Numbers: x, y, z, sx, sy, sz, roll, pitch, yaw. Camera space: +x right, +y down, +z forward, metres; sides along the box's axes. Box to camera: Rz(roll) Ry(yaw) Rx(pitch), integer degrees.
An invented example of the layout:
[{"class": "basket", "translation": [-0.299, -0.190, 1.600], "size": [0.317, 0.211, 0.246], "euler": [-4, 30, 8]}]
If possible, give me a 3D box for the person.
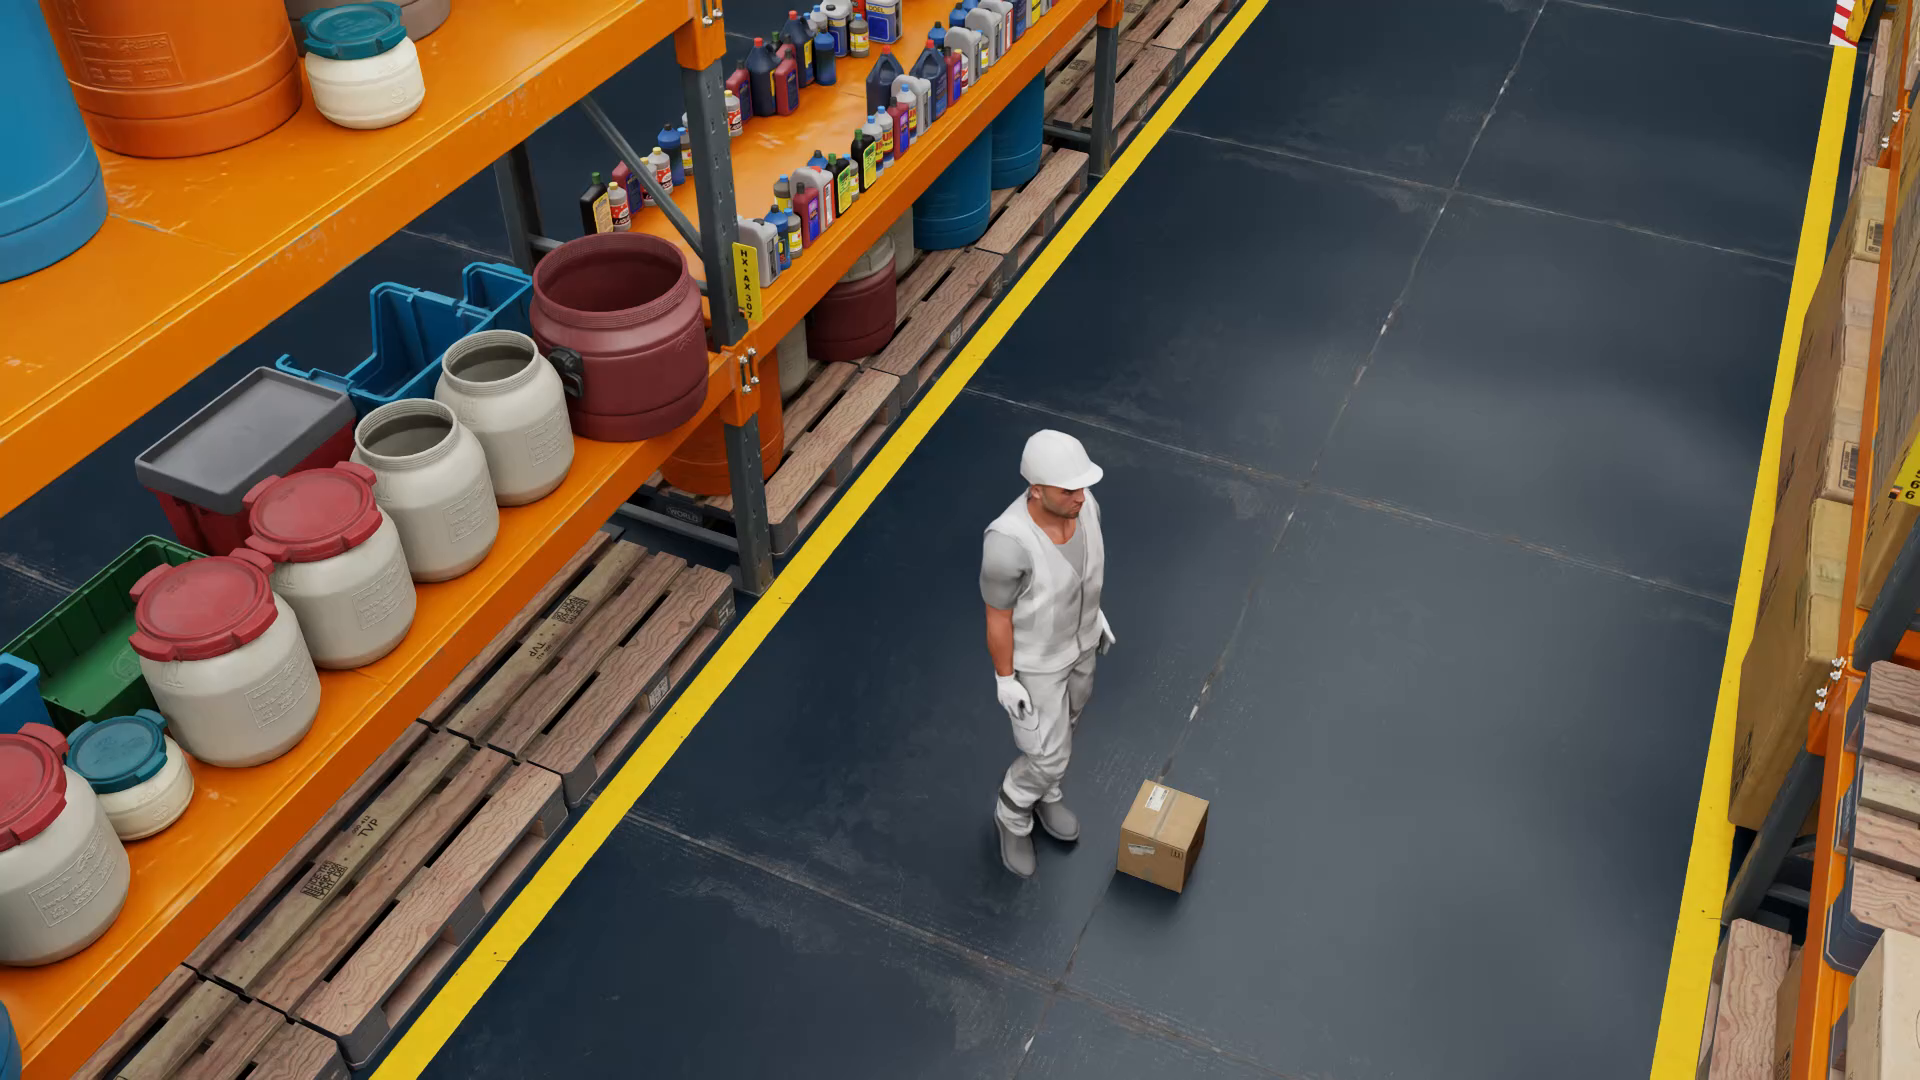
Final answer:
[{"class": "person", "translation": [0.321, 0.385, 5.714], "size": [0.391, 1.821, 0.553], "euler": [32, 51, 31]}]
